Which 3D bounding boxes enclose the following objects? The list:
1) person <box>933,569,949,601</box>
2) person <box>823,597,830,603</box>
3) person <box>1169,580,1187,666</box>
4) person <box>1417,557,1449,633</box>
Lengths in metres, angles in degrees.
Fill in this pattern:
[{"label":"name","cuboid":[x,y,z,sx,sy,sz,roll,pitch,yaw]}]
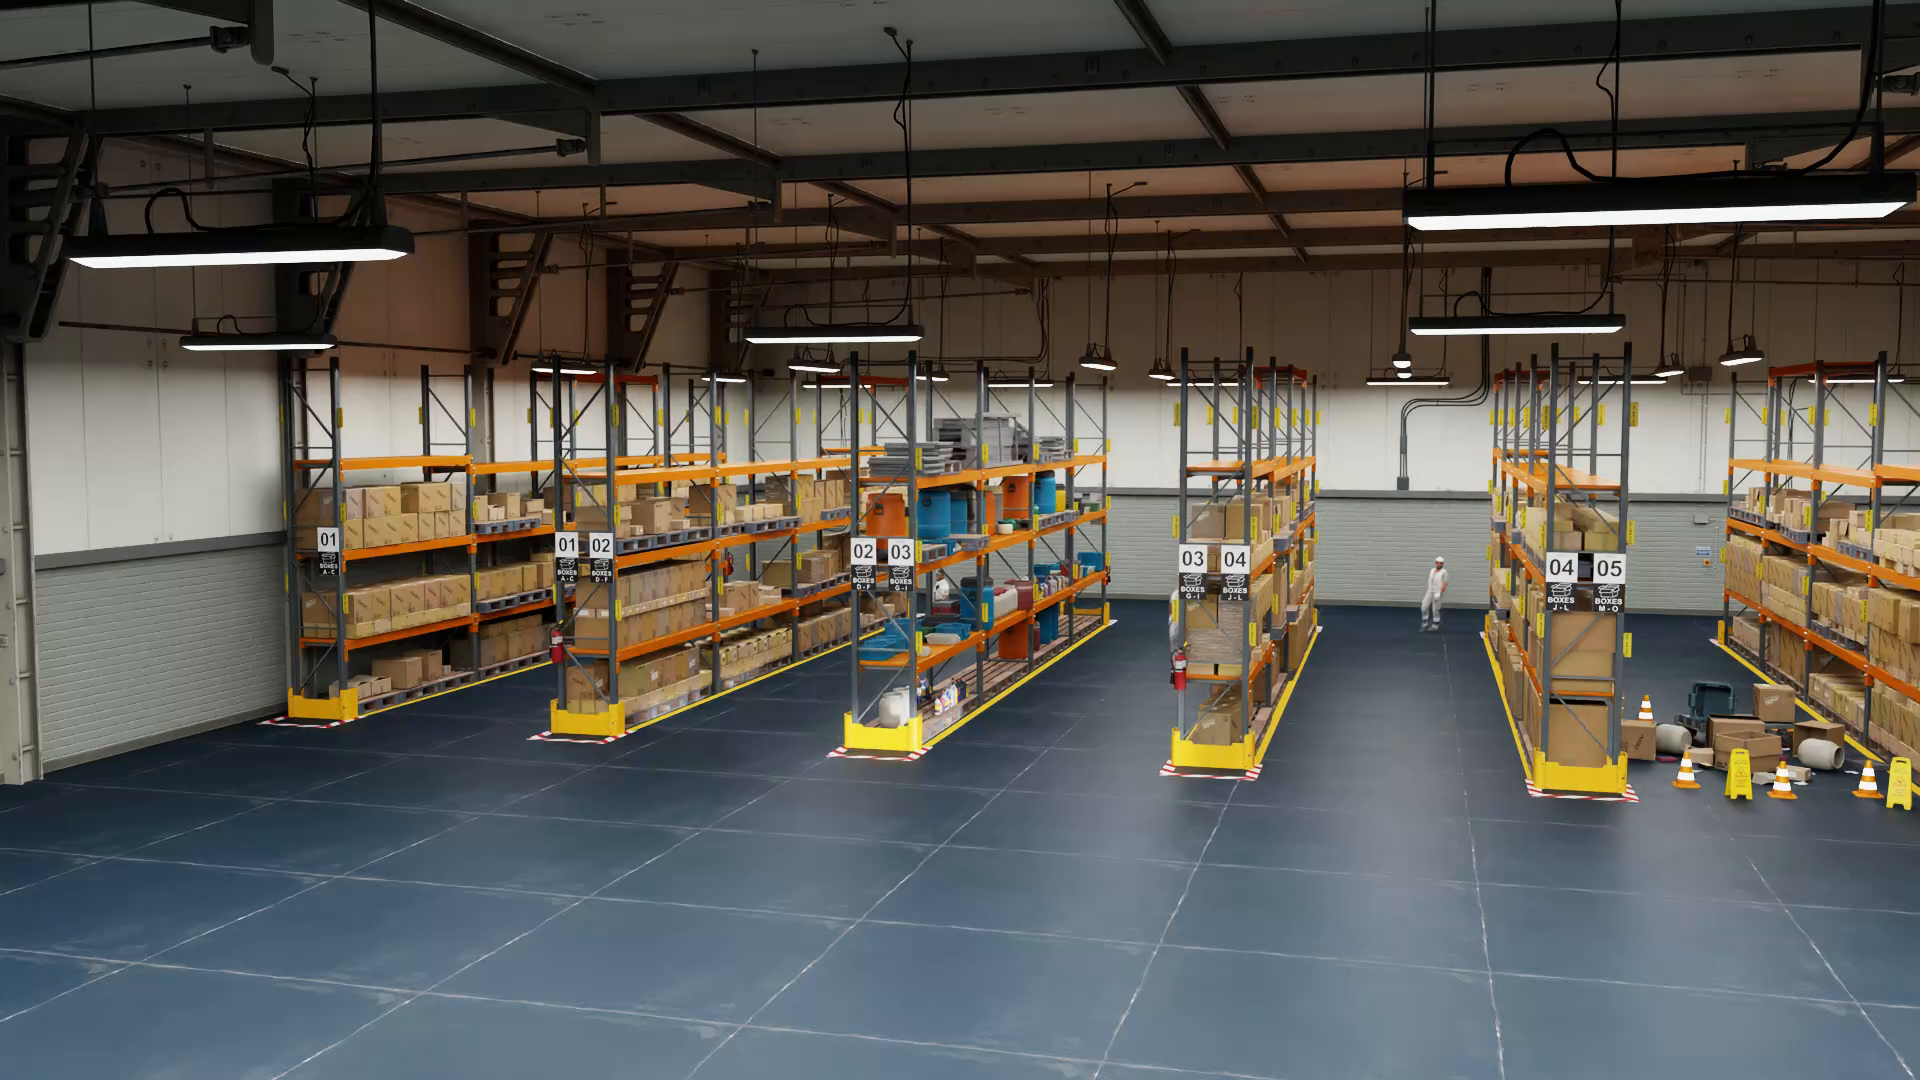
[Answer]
[{"label":"person","cuboid":[-0.491,1.490,35.964,0.556,1.775,0.585,-1,4,-10]},{"label":"person","cuboid":[-3.358,1.083,41.960,0.390,1.702,0.522,2,5,29]},{"label":"person","cuboid":[4.526,1.677,33.928,0.605,1.809,0.878,1,4,18]},{"label":"person","cuboid":[11.031,1.285,38.656,0.502,1.807,0.658,-3,5,-39]}]
